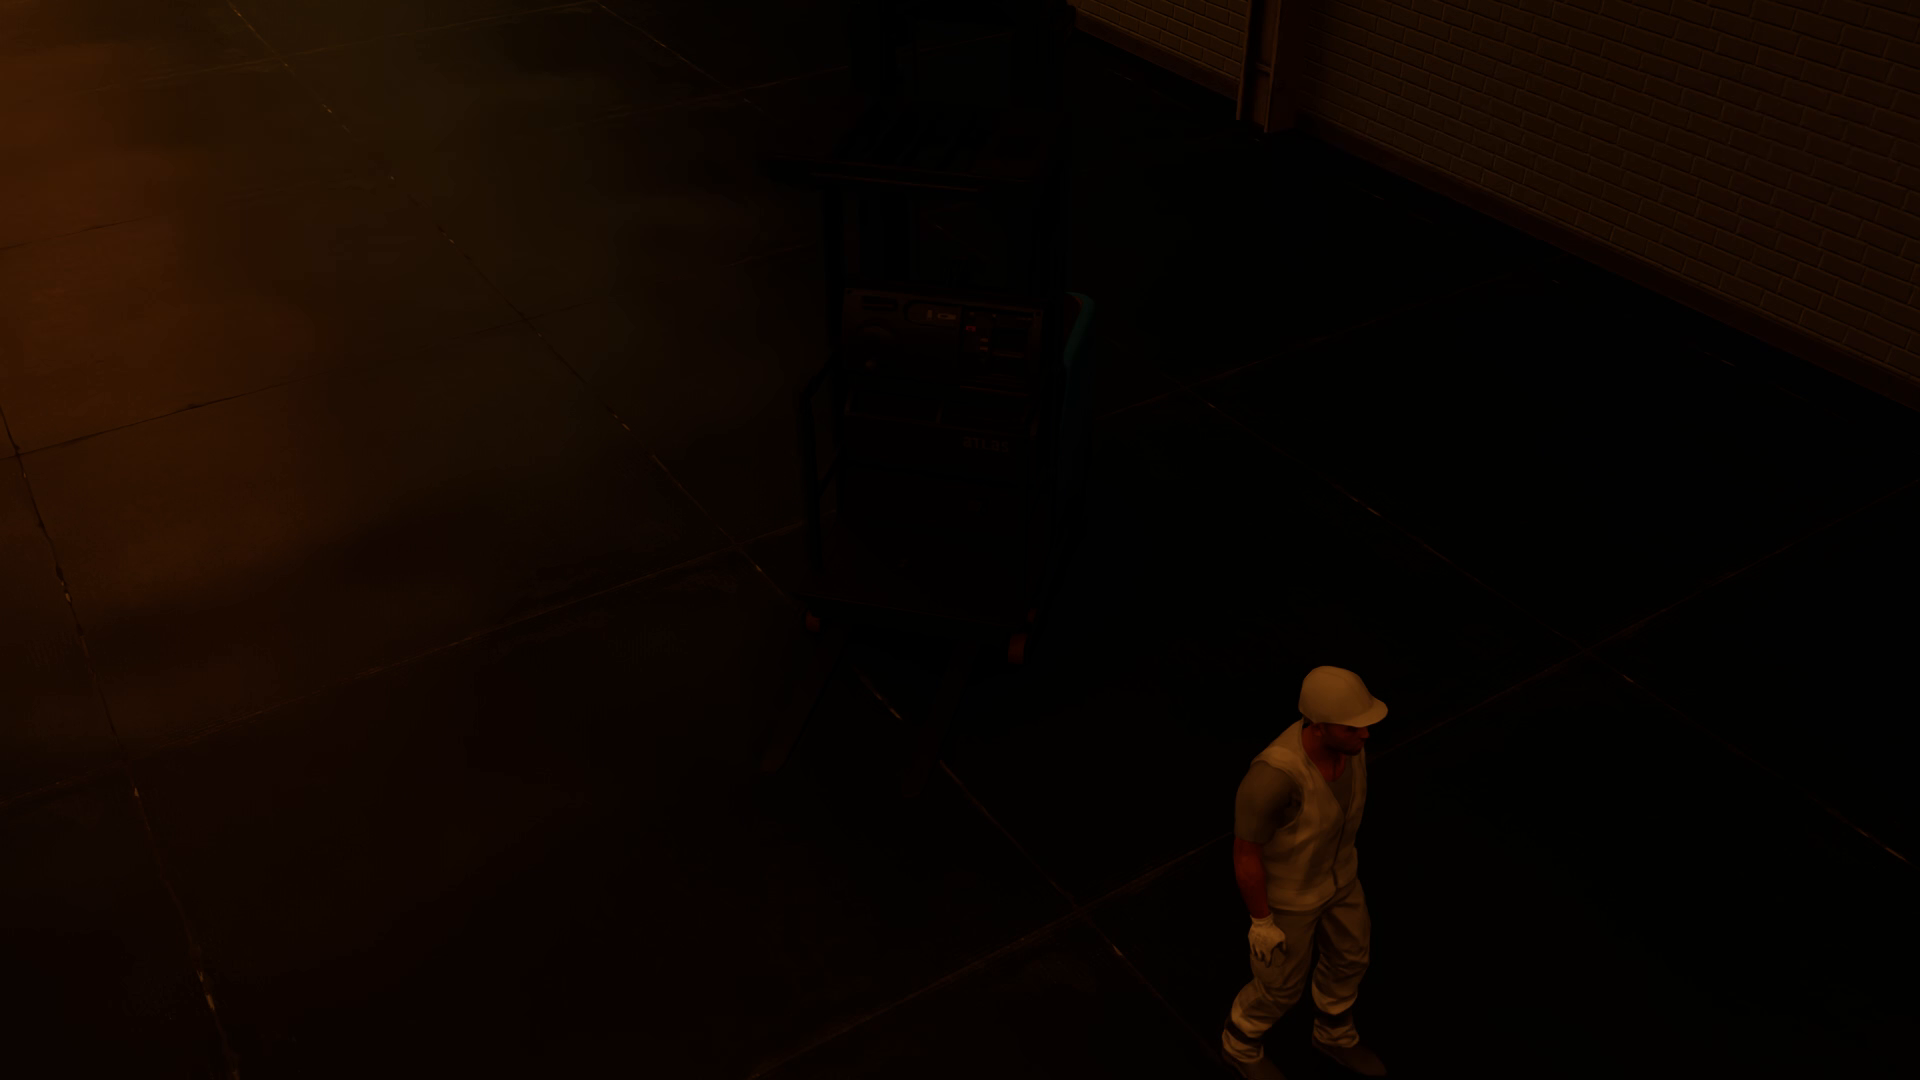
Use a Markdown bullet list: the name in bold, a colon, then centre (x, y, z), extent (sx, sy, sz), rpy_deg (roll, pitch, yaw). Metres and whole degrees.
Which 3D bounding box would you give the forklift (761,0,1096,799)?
- **forklift**: centre (-0.135, -0.850, 7.357), extent (1.130, 2.935, 3.031), rpy_deg (8, 36, 12)

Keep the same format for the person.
- **person**: centre (1.191, 1.187, 5.497), extent (0.629, 1.816, 0.509), rpy_deg (-27, 43, -33)
